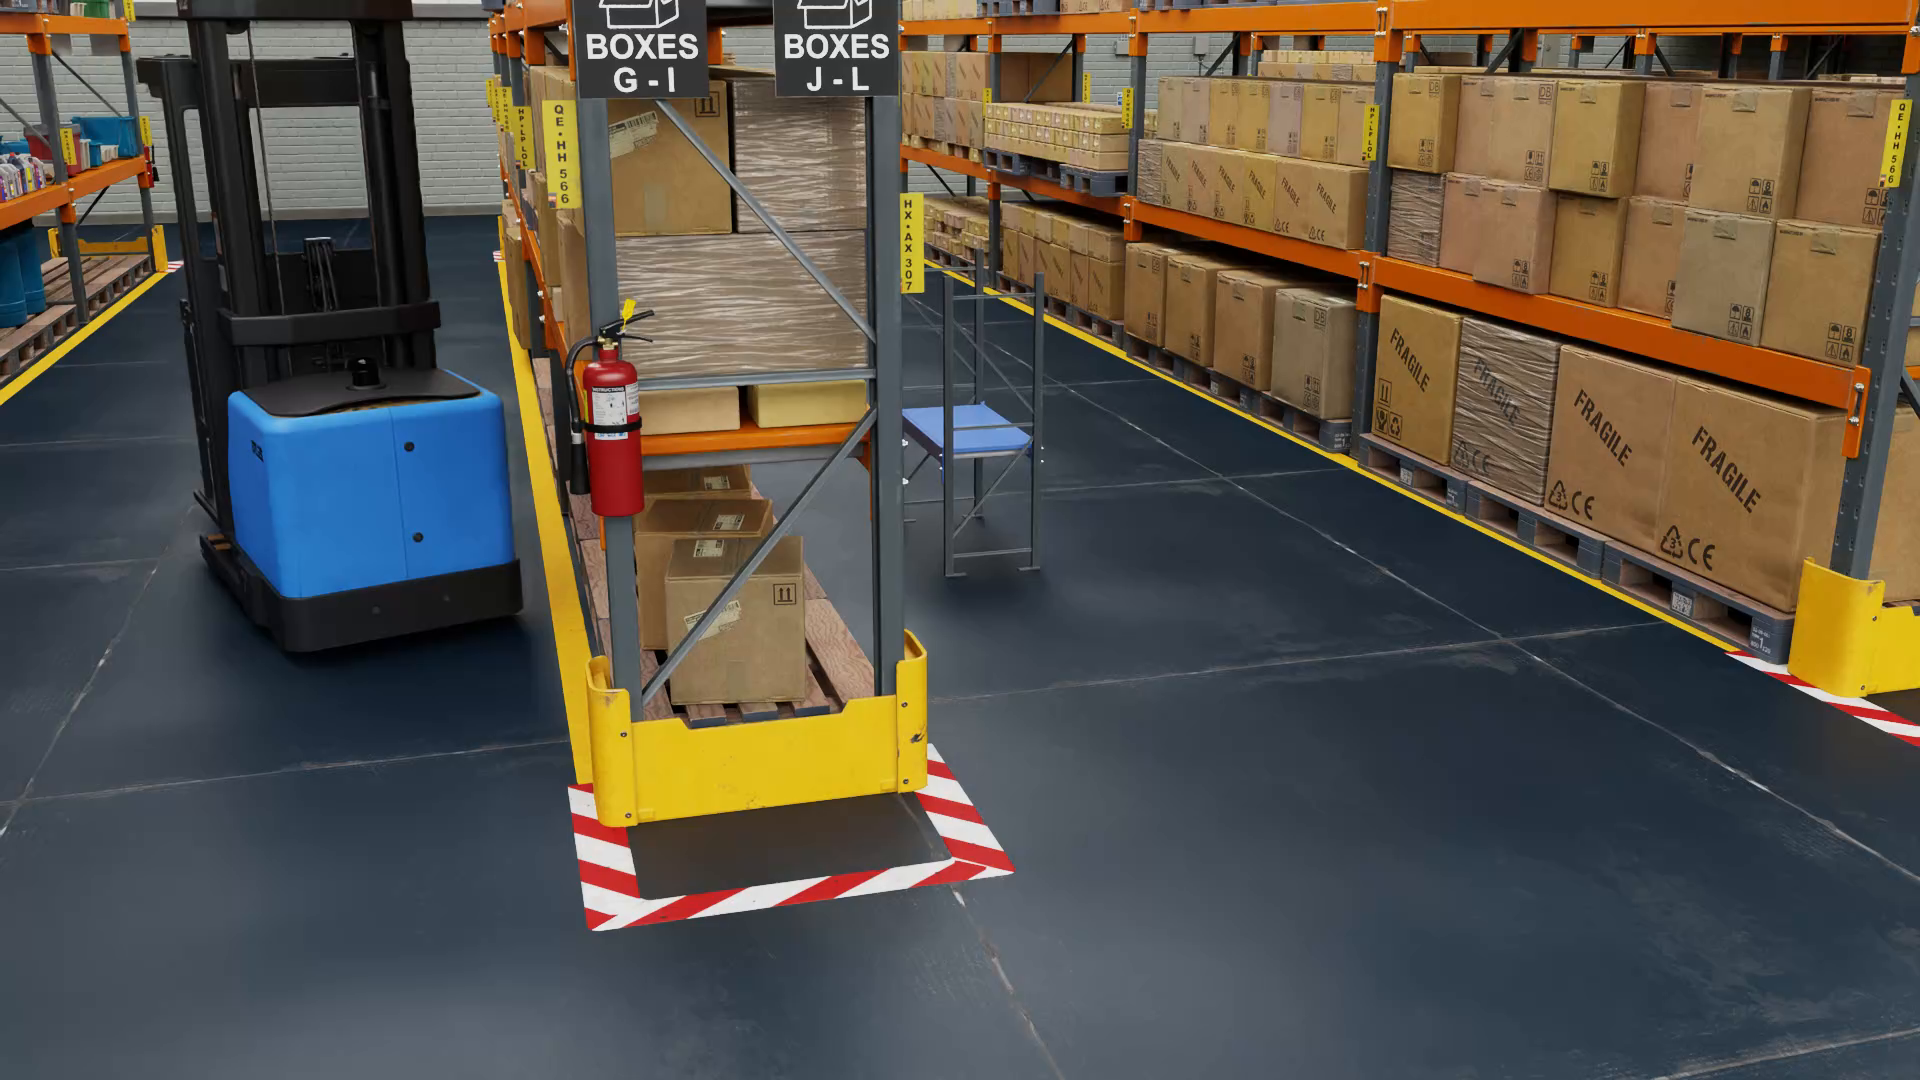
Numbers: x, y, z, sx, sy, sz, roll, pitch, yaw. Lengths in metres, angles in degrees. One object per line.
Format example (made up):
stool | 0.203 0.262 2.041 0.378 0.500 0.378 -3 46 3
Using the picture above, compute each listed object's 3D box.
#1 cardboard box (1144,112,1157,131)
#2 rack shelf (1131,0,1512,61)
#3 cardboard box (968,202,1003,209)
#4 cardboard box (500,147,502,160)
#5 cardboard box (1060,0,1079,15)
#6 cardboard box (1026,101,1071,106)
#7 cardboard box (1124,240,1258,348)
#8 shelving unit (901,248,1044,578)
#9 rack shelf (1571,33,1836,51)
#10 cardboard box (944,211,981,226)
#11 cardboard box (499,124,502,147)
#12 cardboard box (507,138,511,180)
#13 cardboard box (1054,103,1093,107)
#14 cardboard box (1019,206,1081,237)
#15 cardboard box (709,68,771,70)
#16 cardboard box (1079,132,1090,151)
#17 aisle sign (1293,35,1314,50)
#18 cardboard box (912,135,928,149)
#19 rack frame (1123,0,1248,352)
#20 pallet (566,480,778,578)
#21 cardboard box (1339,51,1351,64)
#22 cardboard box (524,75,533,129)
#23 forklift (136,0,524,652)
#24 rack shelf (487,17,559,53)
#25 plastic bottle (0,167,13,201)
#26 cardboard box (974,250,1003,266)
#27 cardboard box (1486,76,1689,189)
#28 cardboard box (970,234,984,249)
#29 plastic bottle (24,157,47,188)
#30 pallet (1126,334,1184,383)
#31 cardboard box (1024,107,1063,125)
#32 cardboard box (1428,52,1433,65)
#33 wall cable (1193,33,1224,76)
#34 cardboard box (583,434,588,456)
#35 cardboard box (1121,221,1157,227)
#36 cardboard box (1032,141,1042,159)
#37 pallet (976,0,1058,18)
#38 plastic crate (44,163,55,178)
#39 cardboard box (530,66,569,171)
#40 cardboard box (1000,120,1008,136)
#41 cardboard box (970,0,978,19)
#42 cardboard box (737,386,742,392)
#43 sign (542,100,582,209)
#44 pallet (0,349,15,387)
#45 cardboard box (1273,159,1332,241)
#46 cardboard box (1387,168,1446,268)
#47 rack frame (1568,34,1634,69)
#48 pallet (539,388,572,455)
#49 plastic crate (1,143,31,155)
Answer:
cardboard box | 1.827 -3.751 14.898 0.380 0.149 0.250 -5 17 -16
rack shelf | 2.457 -3.639 11.888 1.077 0.370 4.000 -5 17 -15
cardboard box | 0.316 -4.095 20.561 0.380 0.149 0.250 -5 18 -17
cardboard box | -4.883 -4.279 18.418 0.380 0.149 0.250 -5 17 -17
cardboard box | 1.223 -4.998 14.989 0.500 0.500 0.500 -5 17 -15
cardboard box | 0.915 -4.554 18.206 0.500 0.500 0.500 -5 17 -16
cardboard box | 1.989 -2.048 13.737 1.050 0.750 0.750 -5 17 -16
shelving unit | 0.023 -0.695 8.658 0.538 1.500 1.048 -5 17 -15
rack shelf | 9.762 -6.664 21.961 1.077 0.370 4.000 -5 17 -15
cardboard box | 0.031 -3.760 19.446 0.380 0.149 0.250 -5 18 -17
cardboard box | -4.783 -4.439 18.258 0.500 0.250 0.500 -5 17 -16
cardboard box | -3.963 -3.604 15.562 0.500 0.500 0.500 -5 17 -15
cardboard box | 1.181 -4.402 17.066 0.380 0.149 0.250 -5 17 -17
cardboard box | 0.906 -3.197 16.693 0.500 0.250 0.500 -4 17 -14
cardboard box | -1.126 -1.919 7.698 0.500 0.500 0.500 -5 17 -15
cardboard box | 1.259 -3.497 14.571 0.380 0.149 0.250 -4 17 -13
aisle sign | 4.719 -7.021 22.594 0.394 0.787 0.004 -5 17 -15
cardboard box | -0.385 -4.931 20.591 0.380 0.149 0.250 -5 17 -17
rack frame | 1.908 -3.100 14.058 1.000 3.000 0.127 -5 17 -15
pallet | -1.571 -0.111 8.954 1.003 0.211 1.213 -5 17 -15
cardboard box | 4.859 -5.882 20.279 0.380 0.149 0.250 -5 17 -16
cardboard box | -3.251 -3.648 13.965 0.797 0.503 0.637 -4 17 -14
forklift | -3.237 -1.290 8.150 1.130 2.935 3.031 -11 20 -32
rack shelf | -4.538 -5.487 18.042 1.077 0.370 4.000 -5 17 -15
plastic bottle | -7.992 -2.966 13.827 0.152 0.276 0.135 -5 17 -15
cardboard box | 0.373 -3.124 18.362 0.380 0.149 0.250 -4 17 -15
cardboard box | 3.354 -2.174 8.839 0.875 0.550 0.550 -5 17 -15
cardboard box | 0.330 -3.320 18.500 0.380 0.149 0.250 -6 18 -18
plastic bottle | -8.331 -3.308 14.965 0.152 0.276 0.135 -5 17 -15
pallet | 2.052 -1.540 13.713 1.003 0.211 1.213 -5 17 -15
cardboard box | 0.831 -4.069 15.957 0.380 0.149 0.250 -4 17 -13
cardboard box | 5.617 -5.640 19.476 0.380 0.149 0.250 -4 17 -14
wall cable | 4.229 -7.892 28.245 0.588 1.984 0.122 -5 17 -15
cardboard box | -1.938 -0.814 10.029 0.700 0.500 0.500 -6 18 -20
cardboard box | 1.812 -2.813 15.415 0.500 0.250 0.500 -5 17 -16
cardboard box | 0.905 -3.711 15.799 0.380 0.149 0.250 -6 18 -18
pallet | 0.876 -5.374 16.740 1.213 0.211 1.003 -5 17 -15
plastic crate | -8.741 -3.493 15.721 0.396 0.136 0.243 -5 17 -15
cardboard box | -1.911 -2.154 8.480 0.500 0.500 0.500 -5 17 -15
cardboard box | 0.619 -4.141 16.715 0.380 0.149 0.250 -4 17 -14
cardboard box | 0.414 -5.685 17.712 0.500 0.250 0.500 -4 17 -14
cardboard box | -0.644 -0.641 6.309 0.380 0.149 0.250 -5 17 -15
sign | -1.230 -1.190 5.139 0.100 0.325 0.005 -5 17 -15
pallet | -7.908 -1.223 12.658 1.003 0.211 1.213 -5 17 -15
cardboard box | 2.468 -2.304 11.235 0.500 0.500 0.500 -5 17 -16
cardboard box | 3.120 -1.964 10.016 0.875 0.550 0.550 -5 17 -15
rack frame | 9.212 -6.126 24.130 1.000 3.000 0.127 -5 17 -15
pallet | -2.344 -0.847 11.405 1.003 0.211 1.213 -5 17 -15
plastic crate | -9.654 -3.964 17.121 0.416 0.233 0.300 -5 17 -15
